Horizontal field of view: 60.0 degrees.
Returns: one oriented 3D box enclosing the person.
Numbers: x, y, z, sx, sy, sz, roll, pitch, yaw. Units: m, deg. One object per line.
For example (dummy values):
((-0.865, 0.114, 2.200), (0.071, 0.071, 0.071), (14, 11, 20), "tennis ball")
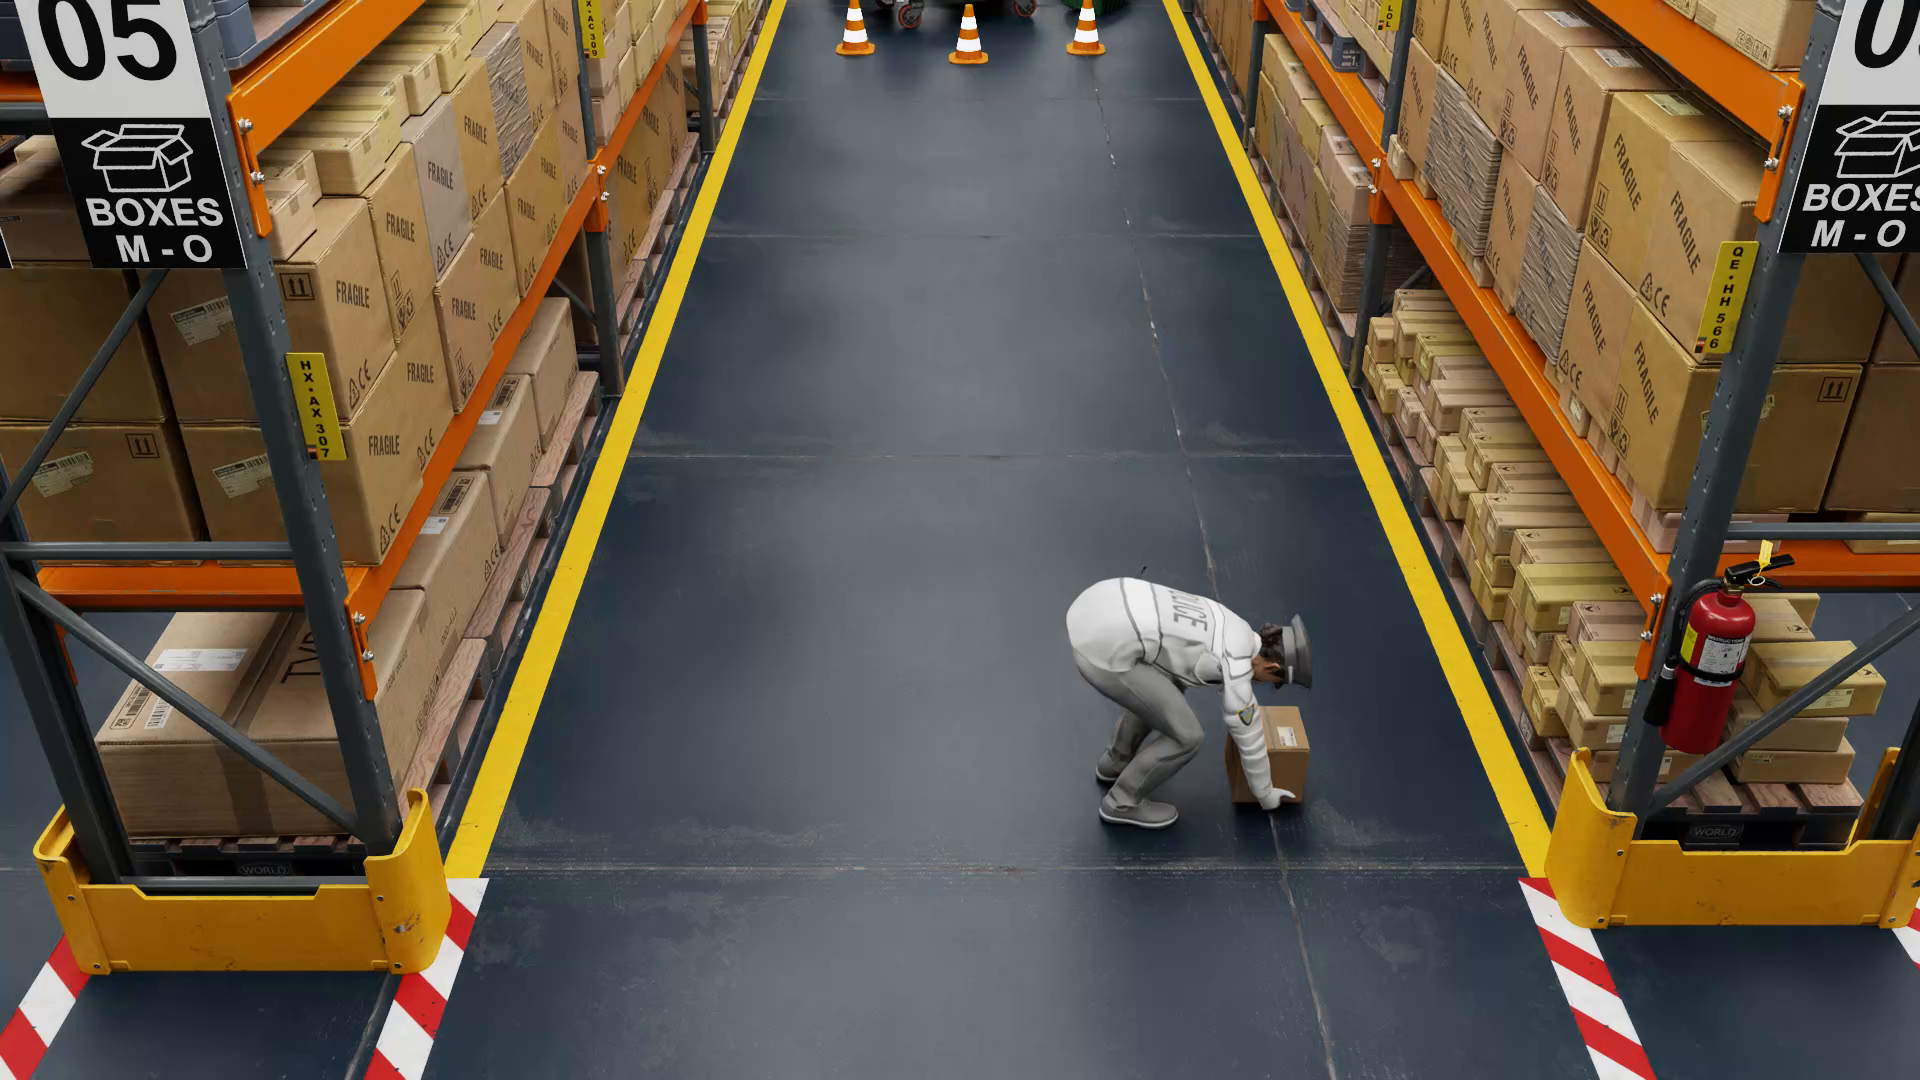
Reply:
((0.812, 0.562, 5.936), (0.882, 0.919, 0.456), (-2, 32, -3), "person")
